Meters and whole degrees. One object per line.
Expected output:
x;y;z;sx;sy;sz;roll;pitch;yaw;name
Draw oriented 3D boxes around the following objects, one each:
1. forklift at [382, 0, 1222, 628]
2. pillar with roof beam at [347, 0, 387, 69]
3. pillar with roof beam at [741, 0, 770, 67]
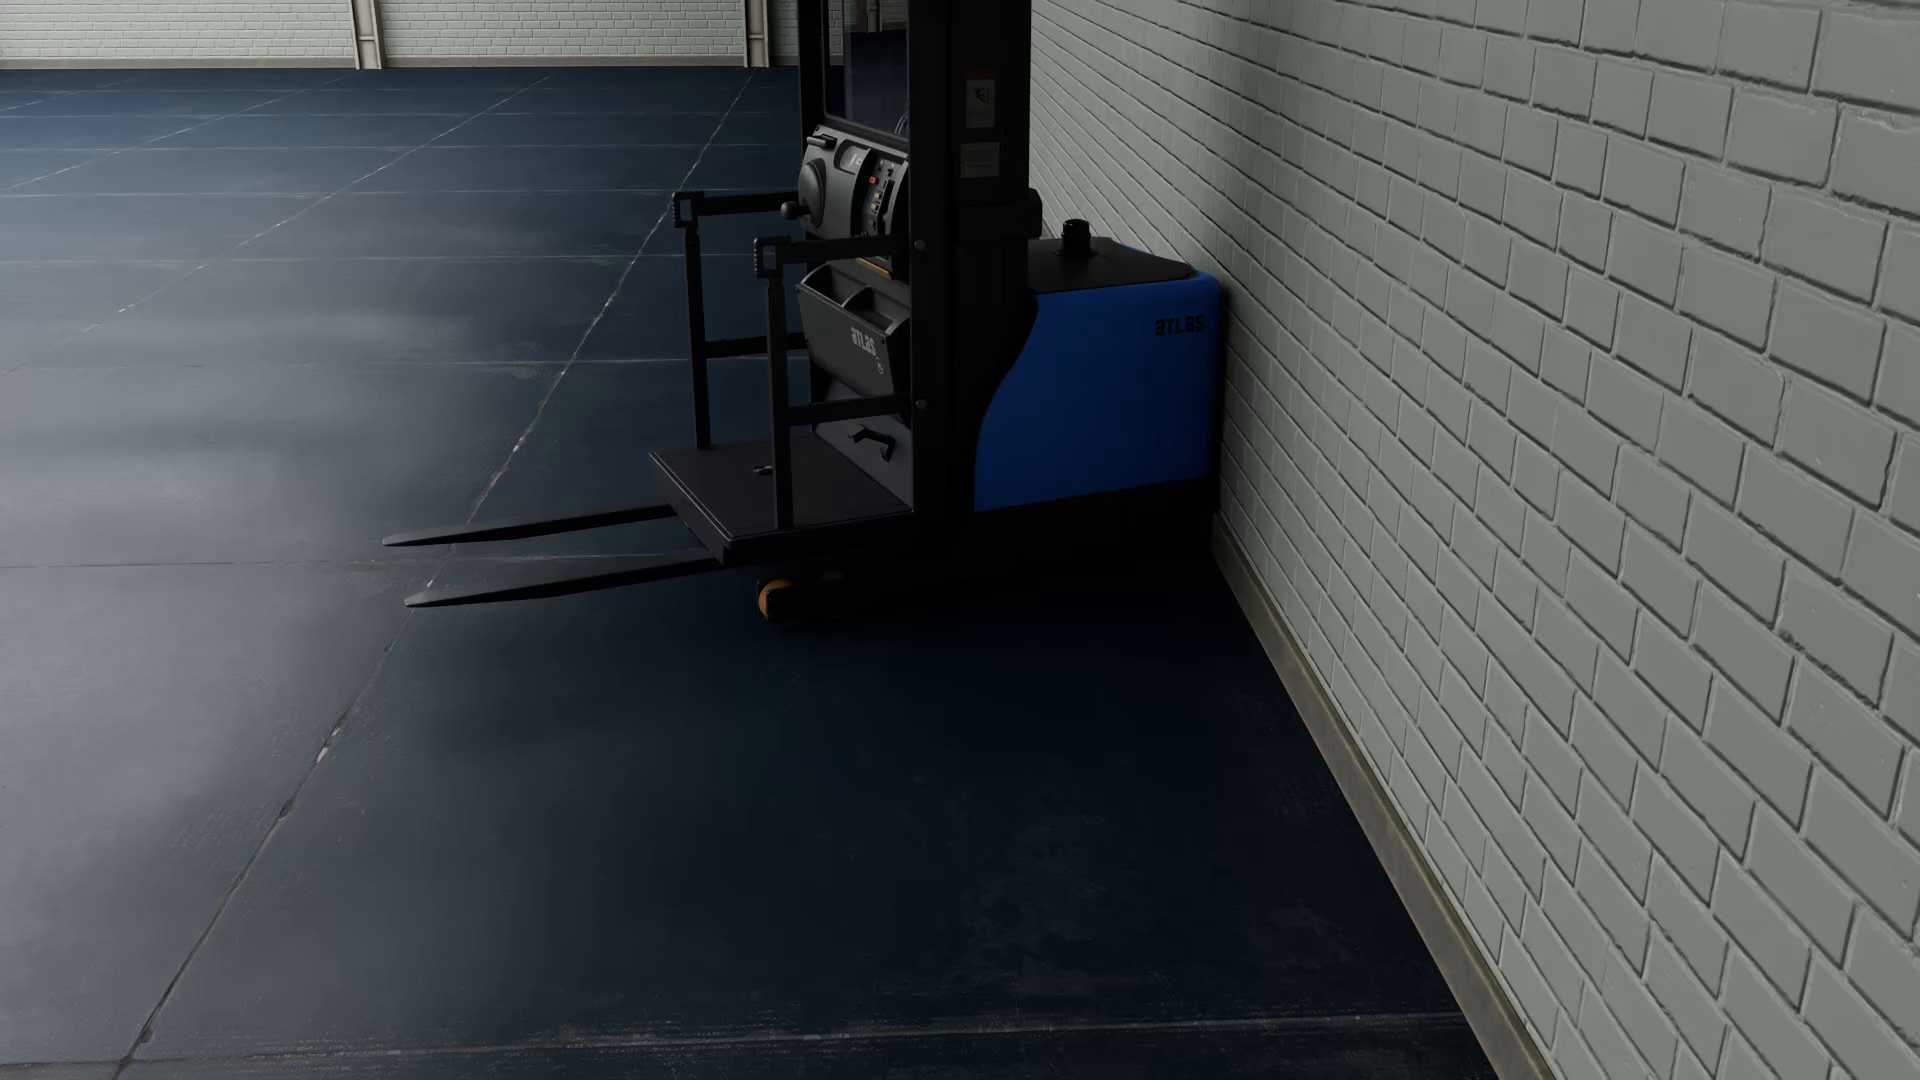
-0.570;-1.278;5.857;3.031;2.935;1.130;-9;23;-23;forklift
-8.953;-10.053;20.379;0.400;9.000;9.100;-1;21;-3;pillar with roof beam
-2.963;-10.175;20.699;0.400;9.000;9.100;-1;21;-3;pillar with roof beam
